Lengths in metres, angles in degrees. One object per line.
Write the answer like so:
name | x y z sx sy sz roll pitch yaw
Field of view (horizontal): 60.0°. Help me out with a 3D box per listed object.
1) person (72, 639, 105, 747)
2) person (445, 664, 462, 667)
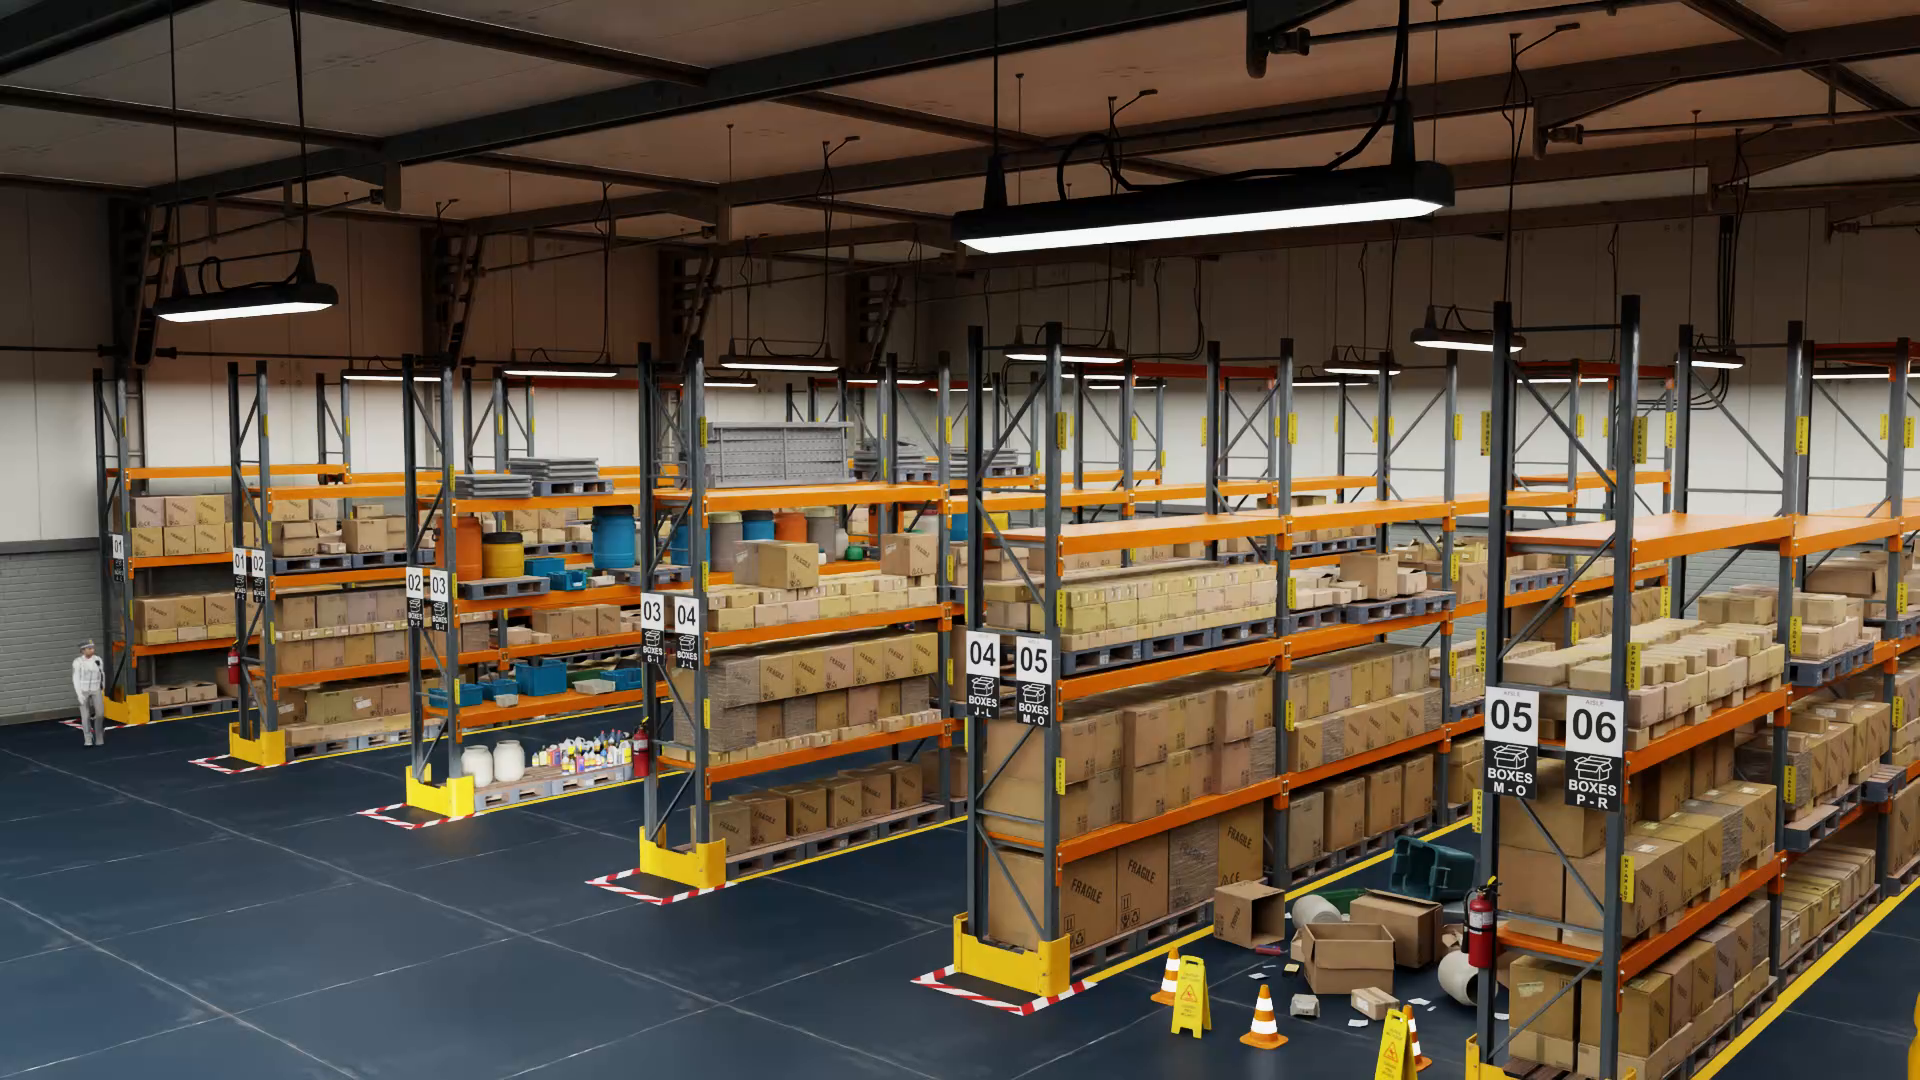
person | -13.665 2.408 26.087 0.449 1.720 0.421 -3 5 -31
person | -9.101 2.128 29.877 0.633 1.708 0.600 3 5 38
